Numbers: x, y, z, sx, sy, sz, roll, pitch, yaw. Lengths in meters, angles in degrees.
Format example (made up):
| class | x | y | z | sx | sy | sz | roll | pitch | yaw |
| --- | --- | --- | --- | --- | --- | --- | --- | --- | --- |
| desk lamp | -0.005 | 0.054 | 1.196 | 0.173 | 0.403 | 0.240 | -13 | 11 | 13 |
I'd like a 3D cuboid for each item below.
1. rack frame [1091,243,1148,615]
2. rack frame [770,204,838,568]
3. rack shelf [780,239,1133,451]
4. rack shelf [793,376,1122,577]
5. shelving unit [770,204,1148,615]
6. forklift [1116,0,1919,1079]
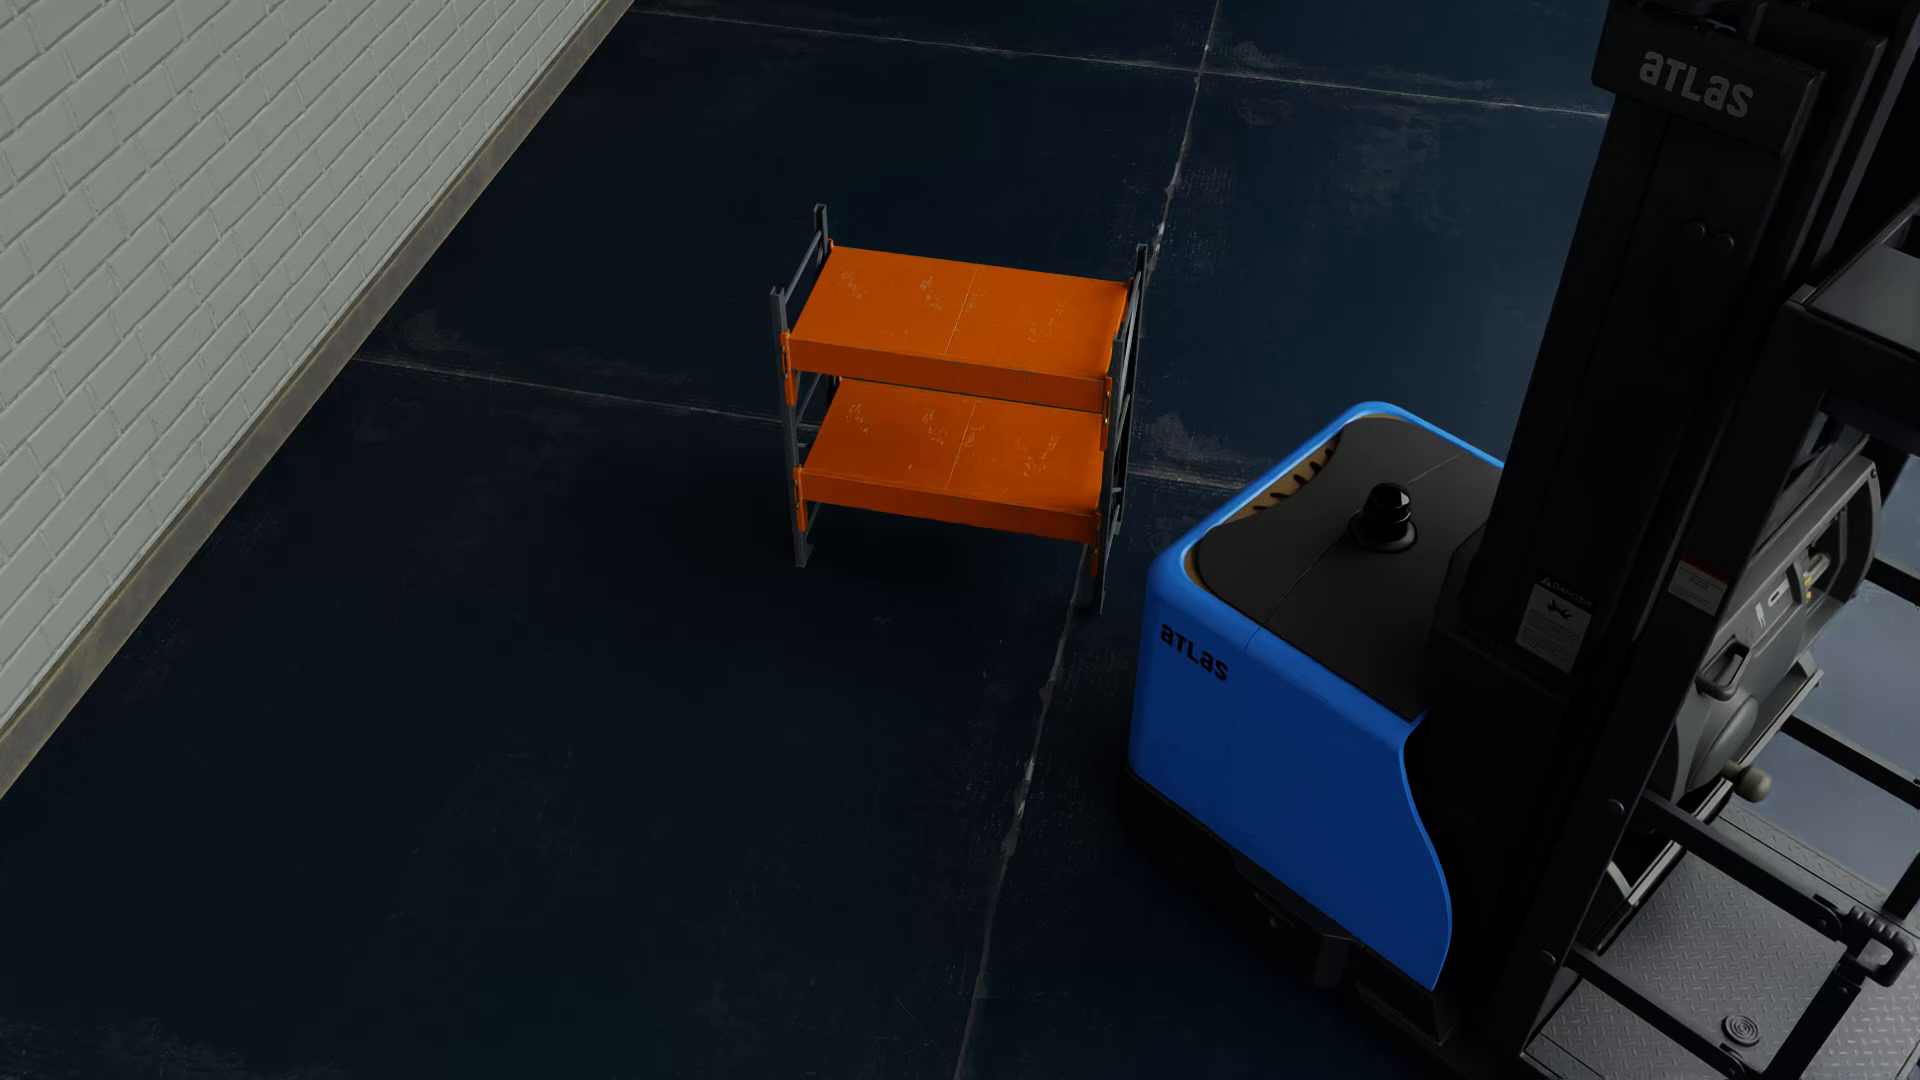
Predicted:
| class | x | y | z | sx | sy | sz | roll | pitch | yaw |
| --- | --- | --- | --- | --- | --- | --- | --- | --- | --- |
| rack frame | 0.503 | -0.327 | 5.279 | 0.032 | 1.125 | 0.500 | 9 | 45 | 9 |
| rack frame | -0.489 | -0.481 | 5.439 | 0.032 | 1.125 | 0.500 | 9 | 45 | 9 |
| rack shelf | 0.007 | -0.615 | 5.156 | 1.000 | 0.278 | 0.538 | 9 | 45 | 9 |
| rack shelf | 0.007 | -0.228 | 5.528 | 1.000 | 0.278 | 0.538 | 9 | 45 | 9 |
| shelving unit | 0.007 | -0.404 | 5.359 | 1.048 | 1.125 | 0.538 | 9 | 45 | 9 |
| forklift | 1.853 | 0.263 | 3.363 | 3.031 | 2.935 | 1.130 | 35 | 54 | 31 |
